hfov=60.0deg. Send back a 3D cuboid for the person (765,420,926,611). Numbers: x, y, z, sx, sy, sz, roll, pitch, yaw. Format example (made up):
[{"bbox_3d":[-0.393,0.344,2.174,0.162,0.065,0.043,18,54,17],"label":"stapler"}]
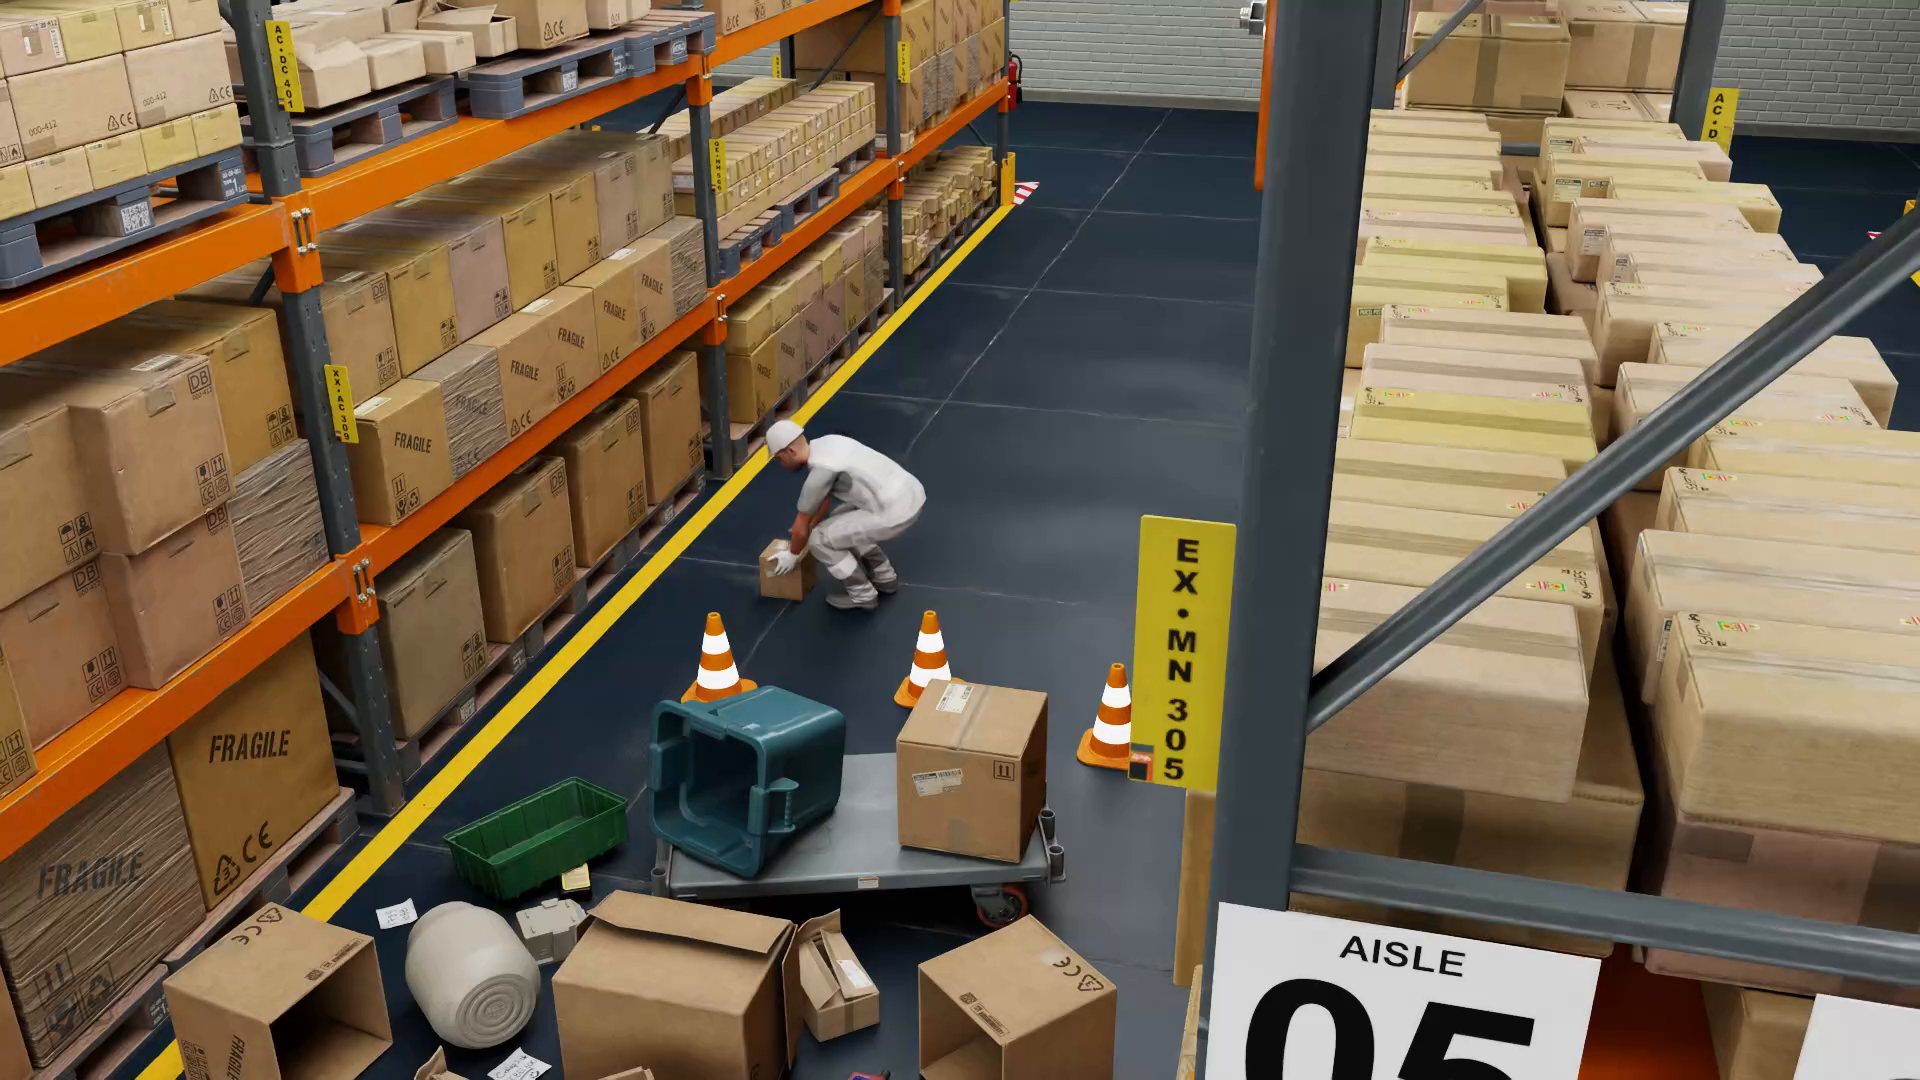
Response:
[{"bbox_3d":[-0.638,-0.145,9.248,0.870,1.065,0.578,6,26,13],"label":"person"}]
